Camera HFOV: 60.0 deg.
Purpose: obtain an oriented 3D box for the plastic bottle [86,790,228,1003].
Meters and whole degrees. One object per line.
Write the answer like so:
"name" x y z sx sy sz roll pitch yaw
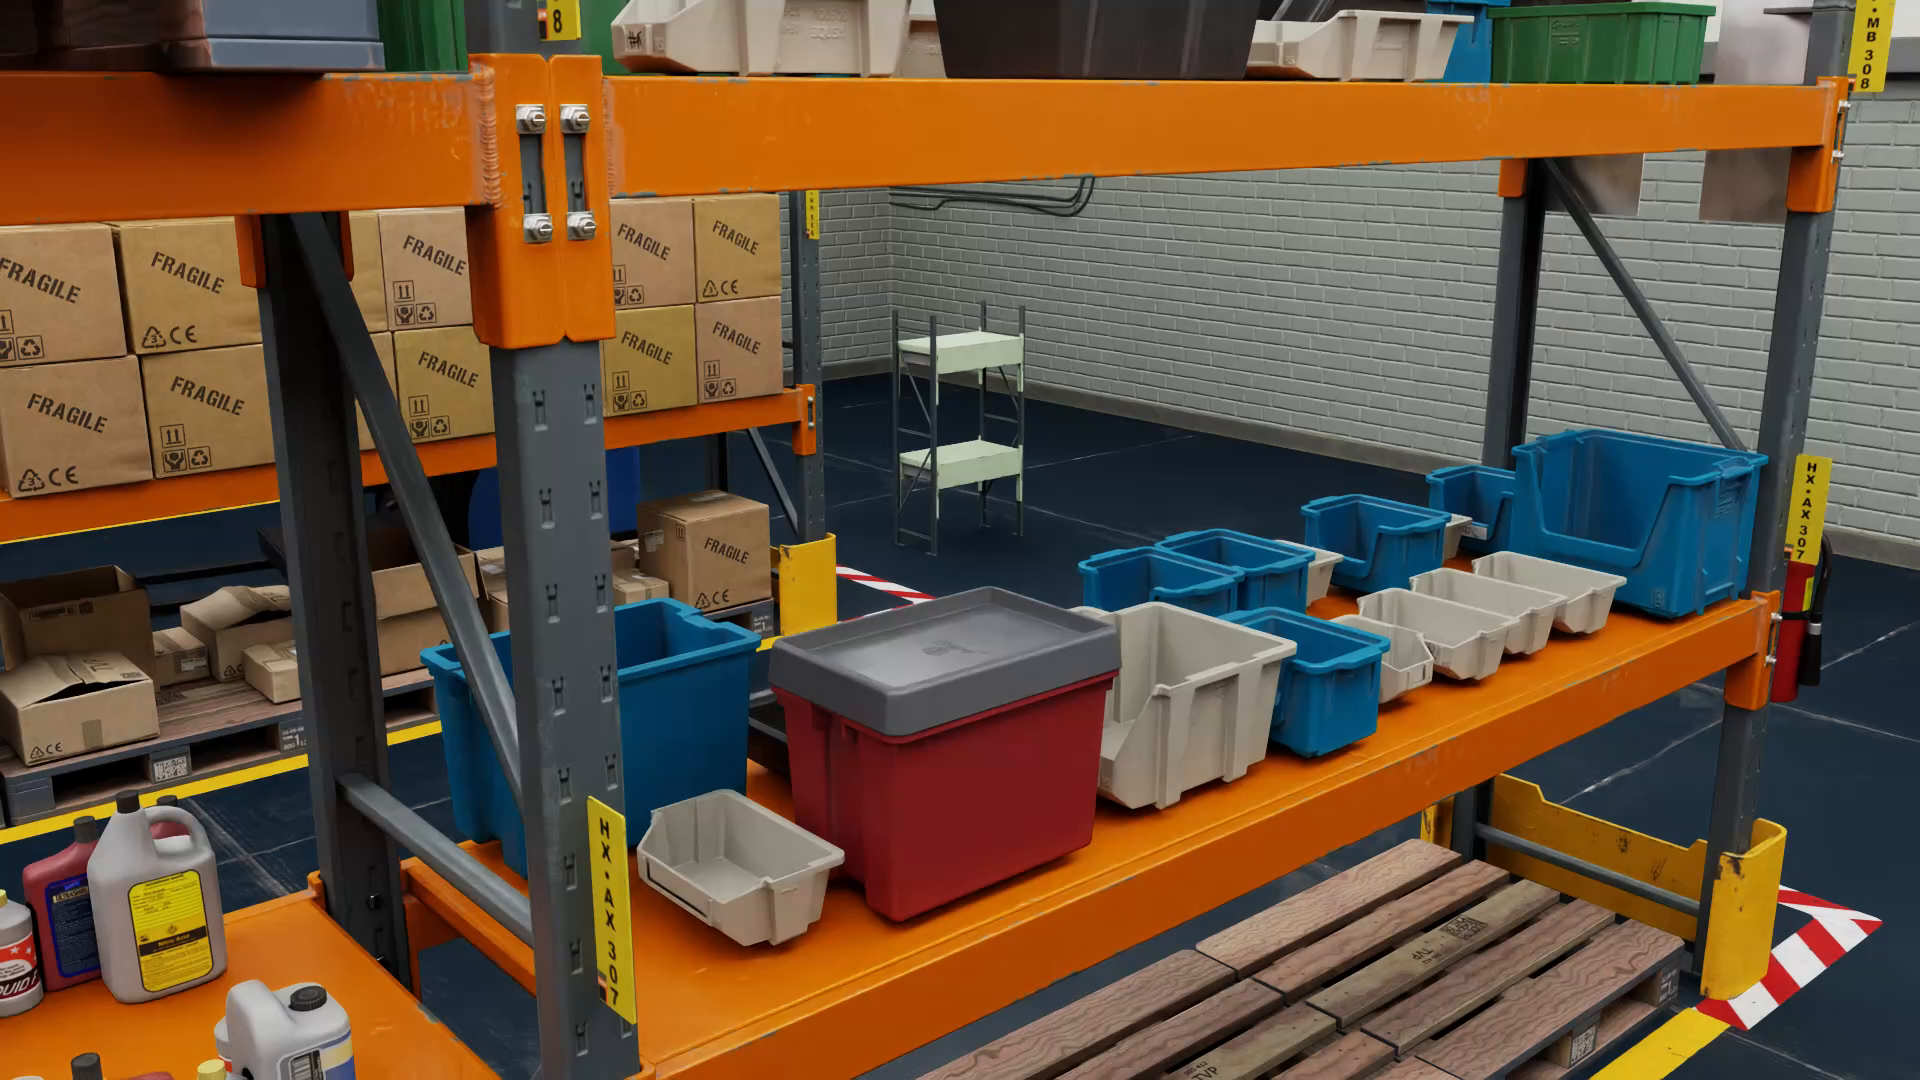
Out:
"plastic bottle" -1.371 0.588 2.831 0.185 0.351 0.144 -13 19 -39

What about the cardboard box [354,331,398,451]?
"cardboard box" -2.785 -0.657 7.204 0.500 0.500 0.500 -13 20 -40

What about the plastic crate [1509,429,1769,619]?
"plastic crate" 2.025 -0.070 5.013 0.499 0.435 0.616 -13 19 -39

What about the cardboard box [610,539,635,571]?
"cardboard box" -2.067 0.156 8.829 0.500 0.250 0.500 -13 19 -39

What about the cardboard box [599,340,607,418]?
"cardboard box" -2.022 -0.829 7.847 0.500 0.500 0.500 -12 19 -39

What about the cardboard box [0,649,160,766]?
"cardboard box" -3.652 0.654 6.848 0.500 0.311 0.500 -13 19 -39

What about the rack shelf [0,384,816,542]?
"rack shelf" -2.602 -0.395 7.811 4.000 0.370 1.077 -13 19 -39

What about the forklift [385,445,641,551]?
"forklift" -3.386 -1.090 9.151 3.031 2.935 1.130 -9 18 -31

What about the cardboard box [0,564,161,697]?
"cardboard box" -3.867 0.439 7.283 0.500 0.500 0.500 -13 19 -39

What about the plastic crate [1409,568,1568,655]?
"plastic crate" 1.431 0.202 4.578 0.243 0.136 0.396 -13 19 -39

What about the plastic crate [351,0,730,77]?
"plastic crate" -0.741 -0.916 2.966 0.662 0.188 0.450 -13 19 -39

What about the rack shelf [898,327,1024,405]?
"rack shelf" -0.005 -1.100 10.451 0.720 0.370 0.431 -13 19 -39

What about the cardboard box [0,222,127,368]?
"cardboard box" -3.571 -0.960 6.401 0.500 0.500 0.500 -12 19 -38

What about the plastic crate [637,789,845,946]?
"plastic crate" -0.417 0.608 3.054 0.243 0.136 0.396 -13 19 -39

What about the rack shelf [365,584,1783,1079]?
"rack shelf" 0.647 0.570 4.198 4.000 0.370 1.077 -13 19 -39

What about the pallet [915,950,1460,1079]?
"pallet" 0.588 1.568 4.469 1.213 0.211 1.003 -13 19 -39

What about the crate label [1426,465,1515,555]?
"crate label" 1.753 -0.087 5.471 0.303 0.233 0.416 -13 19 -39

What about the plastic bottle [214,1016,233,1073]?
"plastic bottle" -1.043 0.766 2.456 0.097 0.201 0.097 0 15 0

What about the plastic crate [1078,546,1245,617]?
"plastic crate" 0.533 0.187 4.446 0.300 0.233 0.416 -13 19 -39

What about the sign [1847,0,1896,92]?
"sign" 2.529 -1.411 4.610 0.005 0.325 0.100 -13 19 -39

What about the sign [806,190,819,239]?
"sign" -0.744 -1.682 8.379 0.005 0.325 0.100 -13 19 -39

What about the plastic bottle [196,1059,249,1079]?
"plastic bottle" -1.017 0.812 2.284 0.097 0.201 0.097 0 15 0

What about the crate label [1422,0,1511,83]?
"crate label" 1.247 -1.401 4.656 0.502 0.251 0.408 -13 19 -39

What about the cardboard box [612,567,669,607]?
"cardboard box" -1.707 0.266 8.580 0.250 0.166 0.380 -13 19 -39

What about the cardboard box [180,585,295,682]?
"cardboard box" -3.302 0.404 7.783 0.500 0.311 0.500 -13 19 -39

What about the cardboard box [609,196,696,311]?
"cardboard box" -1.629 -1.398 8.041 0.500 0.500 0.500 -12 19 -38

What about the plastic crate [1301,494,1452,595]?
"plastic crate" 1.256 0.025 5.054 0.300 0.233 0.416 -13 19 -39

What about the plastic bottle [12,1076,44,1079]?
"plastic bottle" -1.223 0.813 2.136 0.135 0.276 0.152 -13 19 -39

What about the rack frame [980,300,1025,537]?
"rack frame" 0.271 -0.785 10.784 0.023 1.500 0.400 -13 19 -39

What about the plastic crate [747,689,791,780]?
"plastic crate" -0.194 0.423 3.770 0.590 0.125 0.437 -13 19 -39

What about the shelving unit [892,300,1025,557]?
"shelving unit" -0.005 -0.723 10.552 0.755 1.500 0.431 -13 19 -39

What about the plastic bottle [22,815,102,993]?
"plastic bottle" -1.520 0.619 2.846 0.133 0.283 0.061 -13 19 -39

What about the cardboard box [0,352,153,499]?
"cardboard box" -3.548 -0.485 6.561 0.500 0.500 0.500 -12 19 -38

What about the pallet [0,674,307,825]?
"pallet" -3.592 0.827 7.244 1.213 0.211 1.003 -13 19 -39

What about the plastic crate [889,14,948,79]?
"plastic crate" -0.153 -1.050 3.568 0.466 0.136 0.293 -13 19 -39

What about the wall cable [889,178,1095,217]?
"wall cable" 0.153 -4.332 15.547 0.112 2.526 3.097 -13 19 -39

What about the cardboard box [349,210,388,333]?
"cardboard box" -2.794 -1.135 7.055 0.500 0.500 0.500 -13 20 -41

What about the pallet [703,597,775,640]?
"pallet" -1.752 0.414 8.792 1.213 0.211 1.003 -13 19 -39

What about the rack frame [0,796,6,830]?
"rack frame" -4.111 -0.404 6.450 0.127 3.000 1.000 -13 19 -39

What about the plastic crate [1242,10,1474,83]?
"plastic crate" 0.759 -1.040 3.529 0.530 0.136 0.437 -13 19 -39

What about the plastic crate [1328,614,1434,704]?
"plastic crate" 1.026 0.307 4.182 0.250 0.136 0.298 -13 19 -39
